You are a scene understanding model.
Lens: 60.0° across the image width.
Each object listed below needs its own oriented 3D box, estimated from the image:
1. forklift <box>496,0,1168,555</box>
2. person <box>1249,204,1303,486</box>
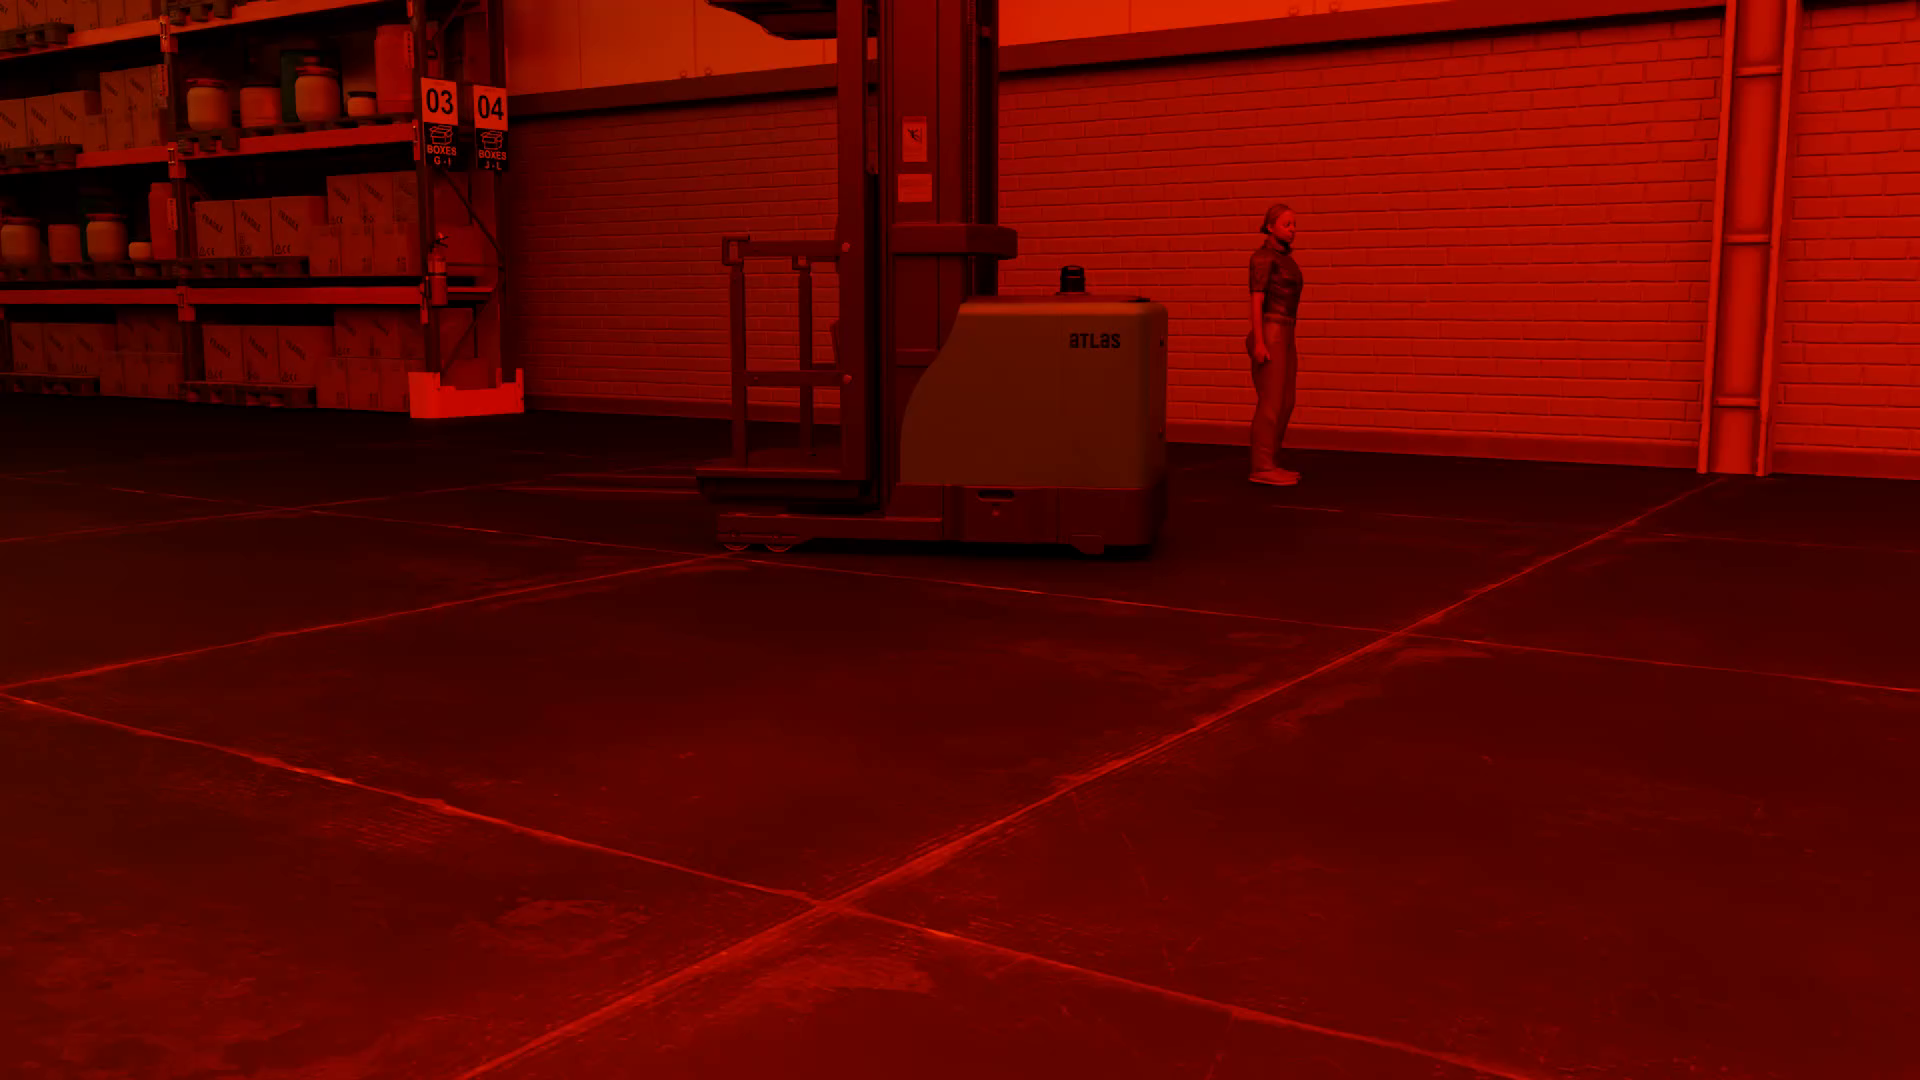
[{"bbox_3d":[-0.596,-1.469,7.520,3.031,2.935,1.130,2,8,12],"label":"forklift"},{"bbox_3d":[1.908,-1.168,9.937,0.348,1.661,0.527,4,9,27],"label":"person"}]
